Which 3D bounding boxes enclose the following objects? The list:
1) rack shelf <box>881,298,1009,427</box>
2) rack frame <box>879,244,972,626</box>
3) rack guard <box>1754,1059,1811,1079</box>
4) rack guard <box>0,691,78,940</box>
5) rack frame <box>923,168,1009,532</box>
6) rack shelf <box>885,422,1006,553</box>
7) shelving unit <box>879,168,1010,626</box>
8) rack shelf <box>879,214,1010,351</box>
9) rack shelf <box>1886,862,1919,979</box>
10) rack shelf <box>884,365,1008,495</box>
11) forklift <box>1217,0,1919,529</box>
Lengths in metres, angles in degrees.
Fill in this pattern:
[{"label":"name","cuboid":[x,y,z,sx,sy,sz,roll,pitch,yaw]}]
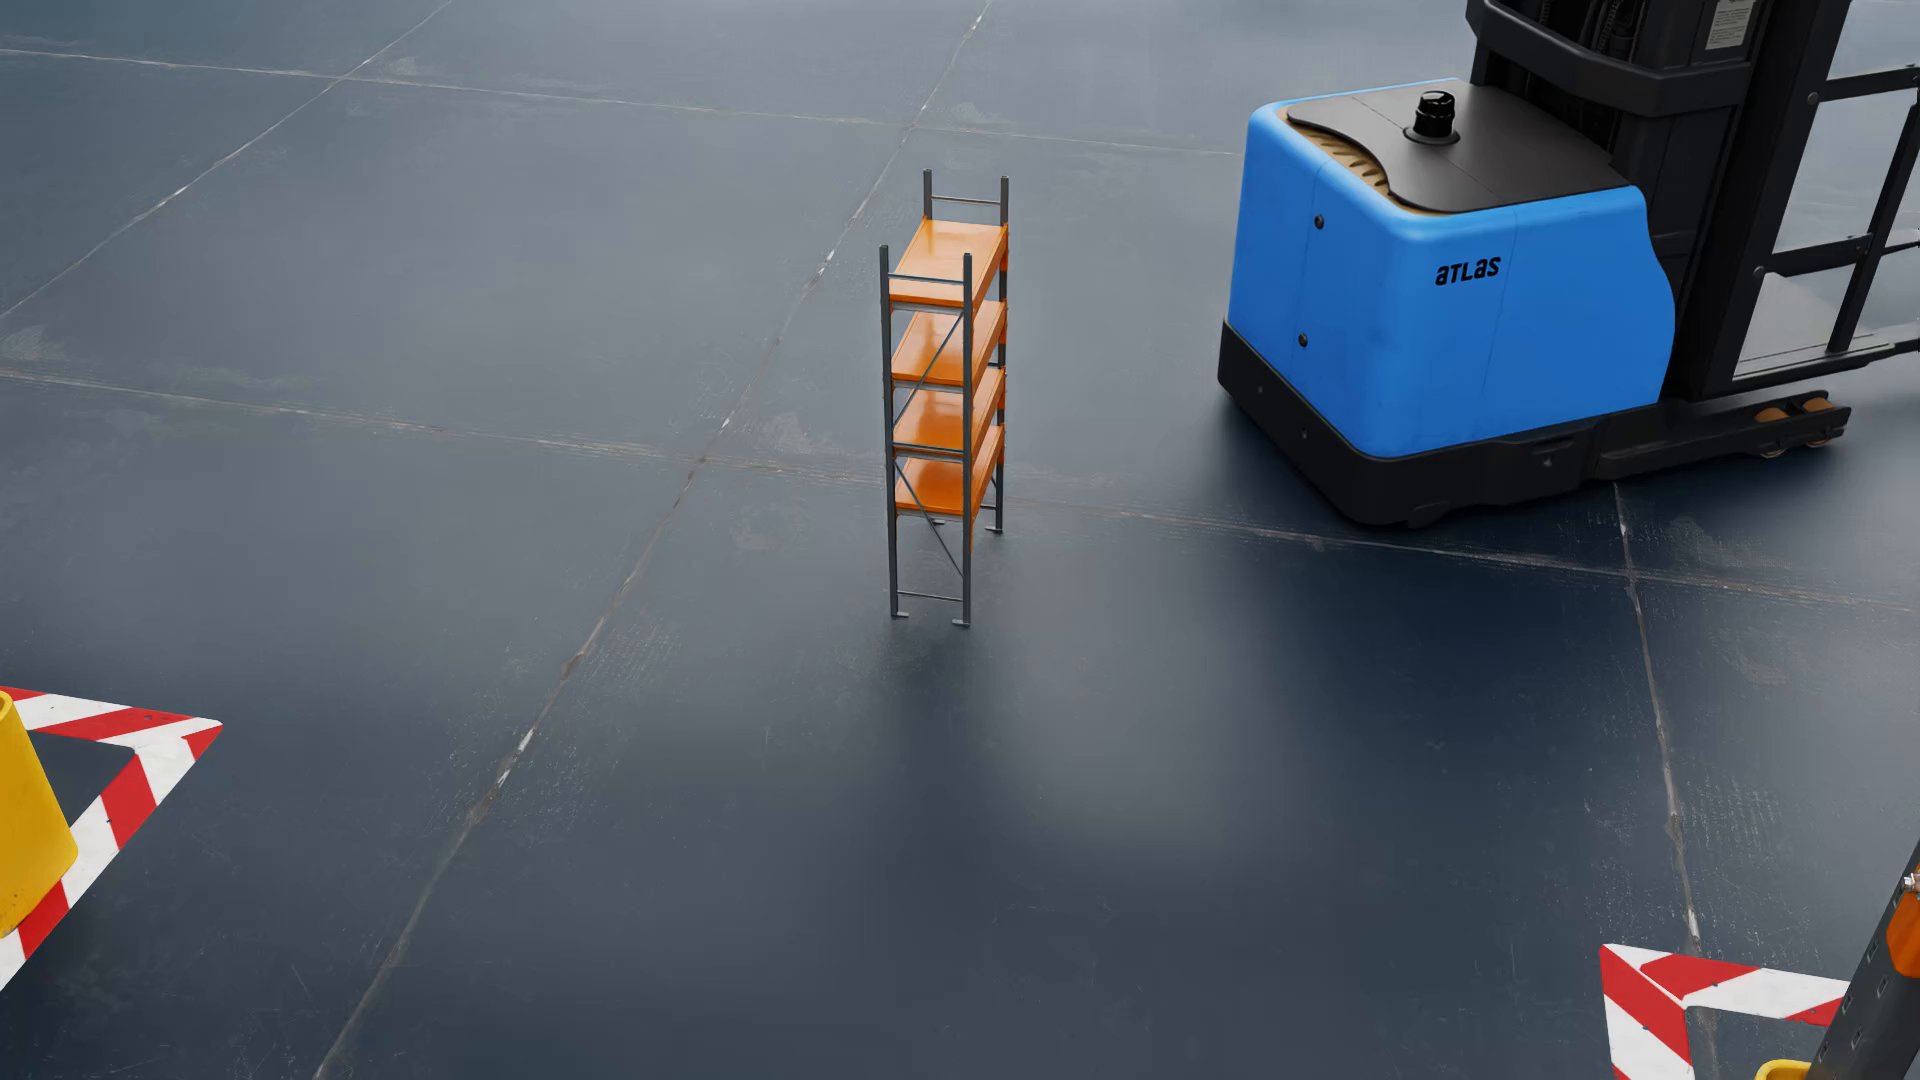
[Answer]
[{"label":"rack shelf","cuboid":[-0.035,-0.518,4.675,0.258,0.148,0.480,7,37,10]},{"label":"rack frame","cuboid":[-0.087,-0.251,4.574,0.240,1.200,0.015,7,37,10]},{"label":"rack guard","cuboid":[2.001,1.327,2.993,1.175,0.500,0.348,7,37,10]},{"label":"rack guard","cuboid":[-2.801,0.590,4.010,1.175,0.500,0.348,7,37,10]},{"label":"rack frame","cuboid":[0.017,-0.531,4.960,0.240,1.200,0.015,7,37,10]},{"label":"rack shelf","cuboid":[-0.035,-0.176,4.923,0.258,0.148,0.480,7,37,10]},{"label":"shelving unit","cuboid":[-0.035,-0.391,4.767,0.258,1.200,0.503,7,37,10]},{"label":"rack shelf","cuboid":[-0.035,-0.709,4.536,0.258,0.148,0.480,7,37,10]},{"label":"rack shelf","cuboid":[1.590,1.709,0.949,1.077,0.370,4.000,7,37,10]},{"label":"rack shelf","cuboid":[-0.035,-0.336,4.806,0.258,0.148,0.480,7,37,10]},{"label":"forklift","cuboid":[2.488,-1.745,5.160,3.031,2.935,1.130,-12,38,-16]}]
